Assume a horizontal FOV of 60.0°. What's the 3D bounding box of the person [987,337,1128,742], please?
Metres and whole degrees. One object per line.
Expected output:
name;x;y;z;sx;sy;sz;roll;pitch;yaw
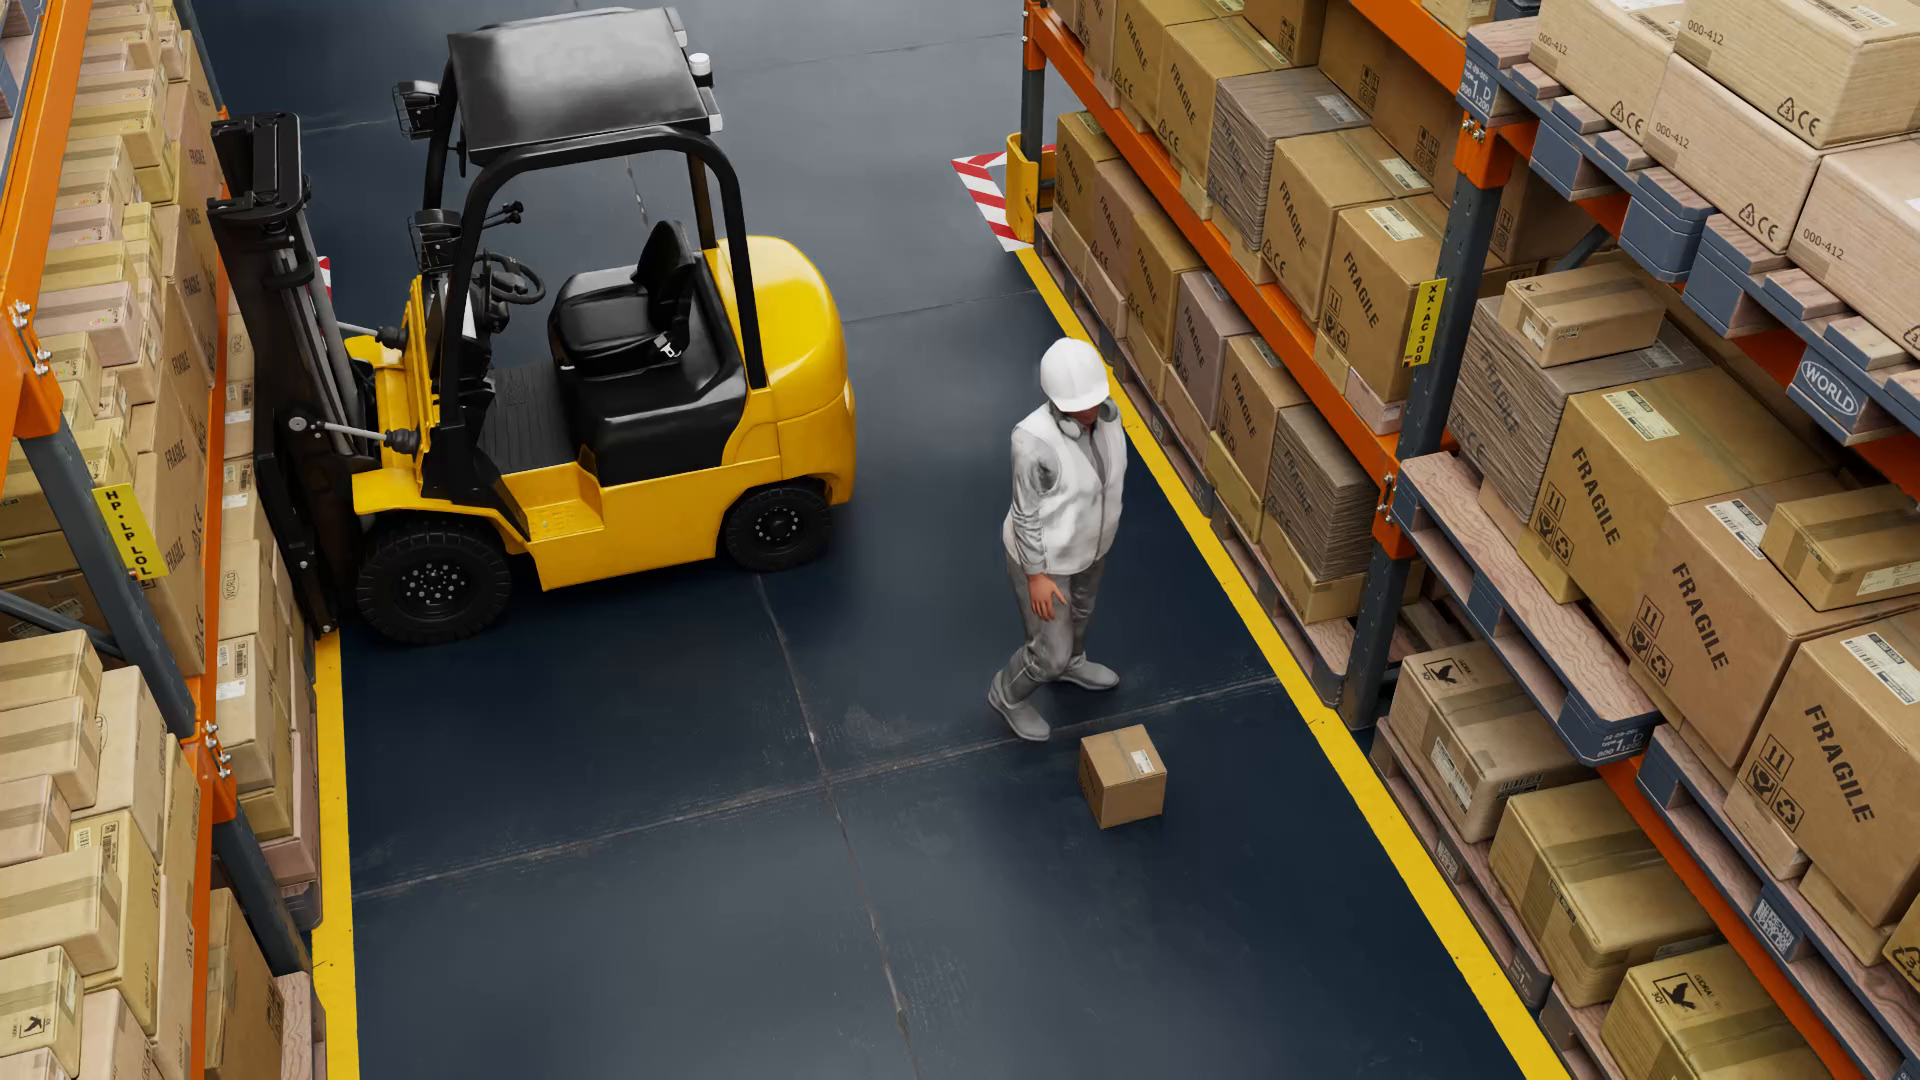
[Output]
person;0.388;0.012;6.092;0.376;1.777;0.571;31;51;30
